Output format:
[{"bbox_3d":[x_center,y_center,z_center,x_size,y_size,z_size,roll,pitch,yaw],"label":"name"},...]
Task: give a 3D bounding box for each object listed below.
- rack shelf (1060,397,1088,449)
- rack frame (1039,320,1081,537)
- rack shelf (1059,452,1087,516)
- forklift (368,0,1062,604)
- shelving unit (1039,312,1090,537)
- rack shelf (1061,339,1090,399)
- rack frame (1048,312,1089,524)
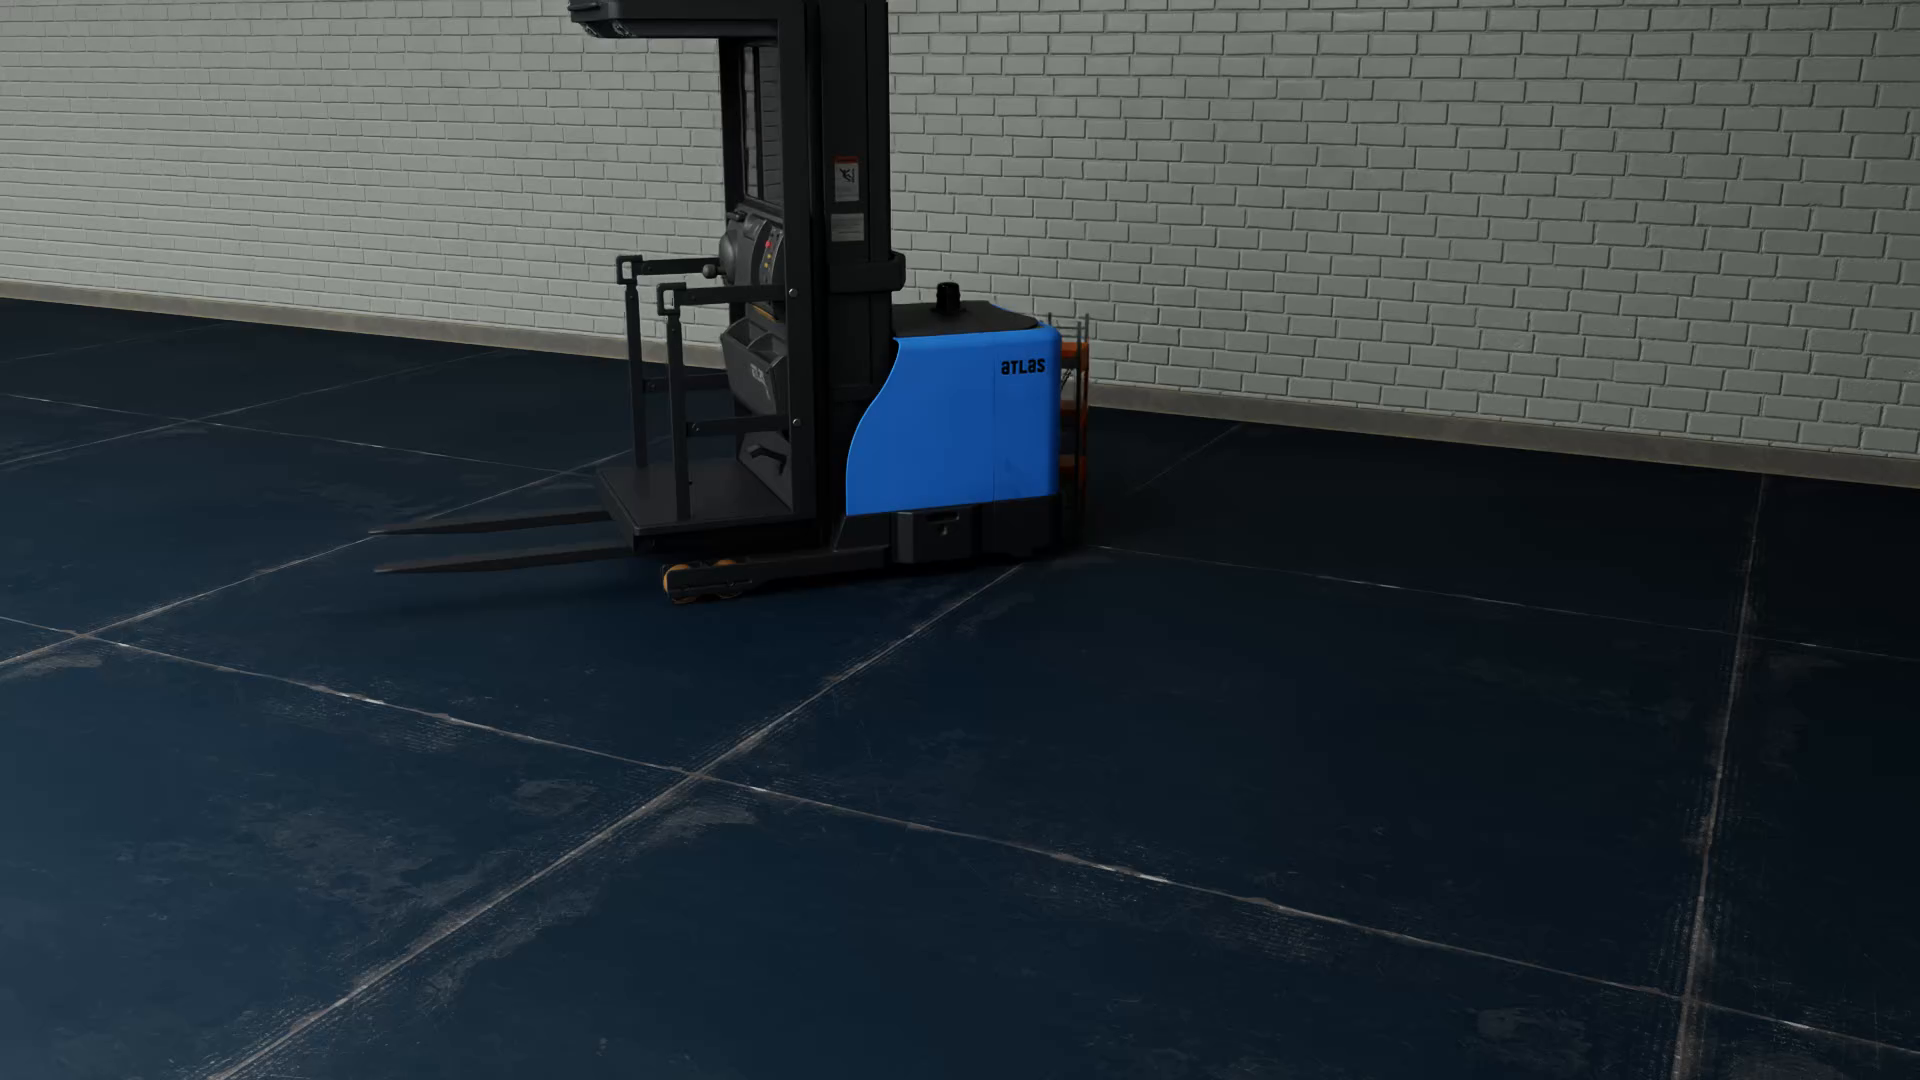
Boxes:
[{"bbox_3d":[0.497,-0.548,8.063,0.215,0.259,0.240,4,17,12],"label":"rack shelf"},{"bbox_3d":[0.470,-0.524,7.946,0.200,1.050,0.008,4,17,12],"label":"rack frame"},{"bbox_3d":[0.497,-0.282,8.142,0.215,0.259,0.240,4,17,12],"label":"rack shelf"},{"bbox_3d":[-1.099,-1.303,7.263,3.031,2.935,1.130,-6,18,-20],"label":"forklift"},{"bbox_3d":[0.497,-0.558,8.060,0.215,1.050,0.252,4,17,12],"label":"shelving unit"},{"bbox_3d":[0.497,-0.820,7.982,0.215,0.259,0.240,4,17,12],"label":"rack shelf"},{"bbox_3d":[0.524,-0.592,8.174,0.200,1.050,0.008,4,17,12],"label":"rack frame"}]
